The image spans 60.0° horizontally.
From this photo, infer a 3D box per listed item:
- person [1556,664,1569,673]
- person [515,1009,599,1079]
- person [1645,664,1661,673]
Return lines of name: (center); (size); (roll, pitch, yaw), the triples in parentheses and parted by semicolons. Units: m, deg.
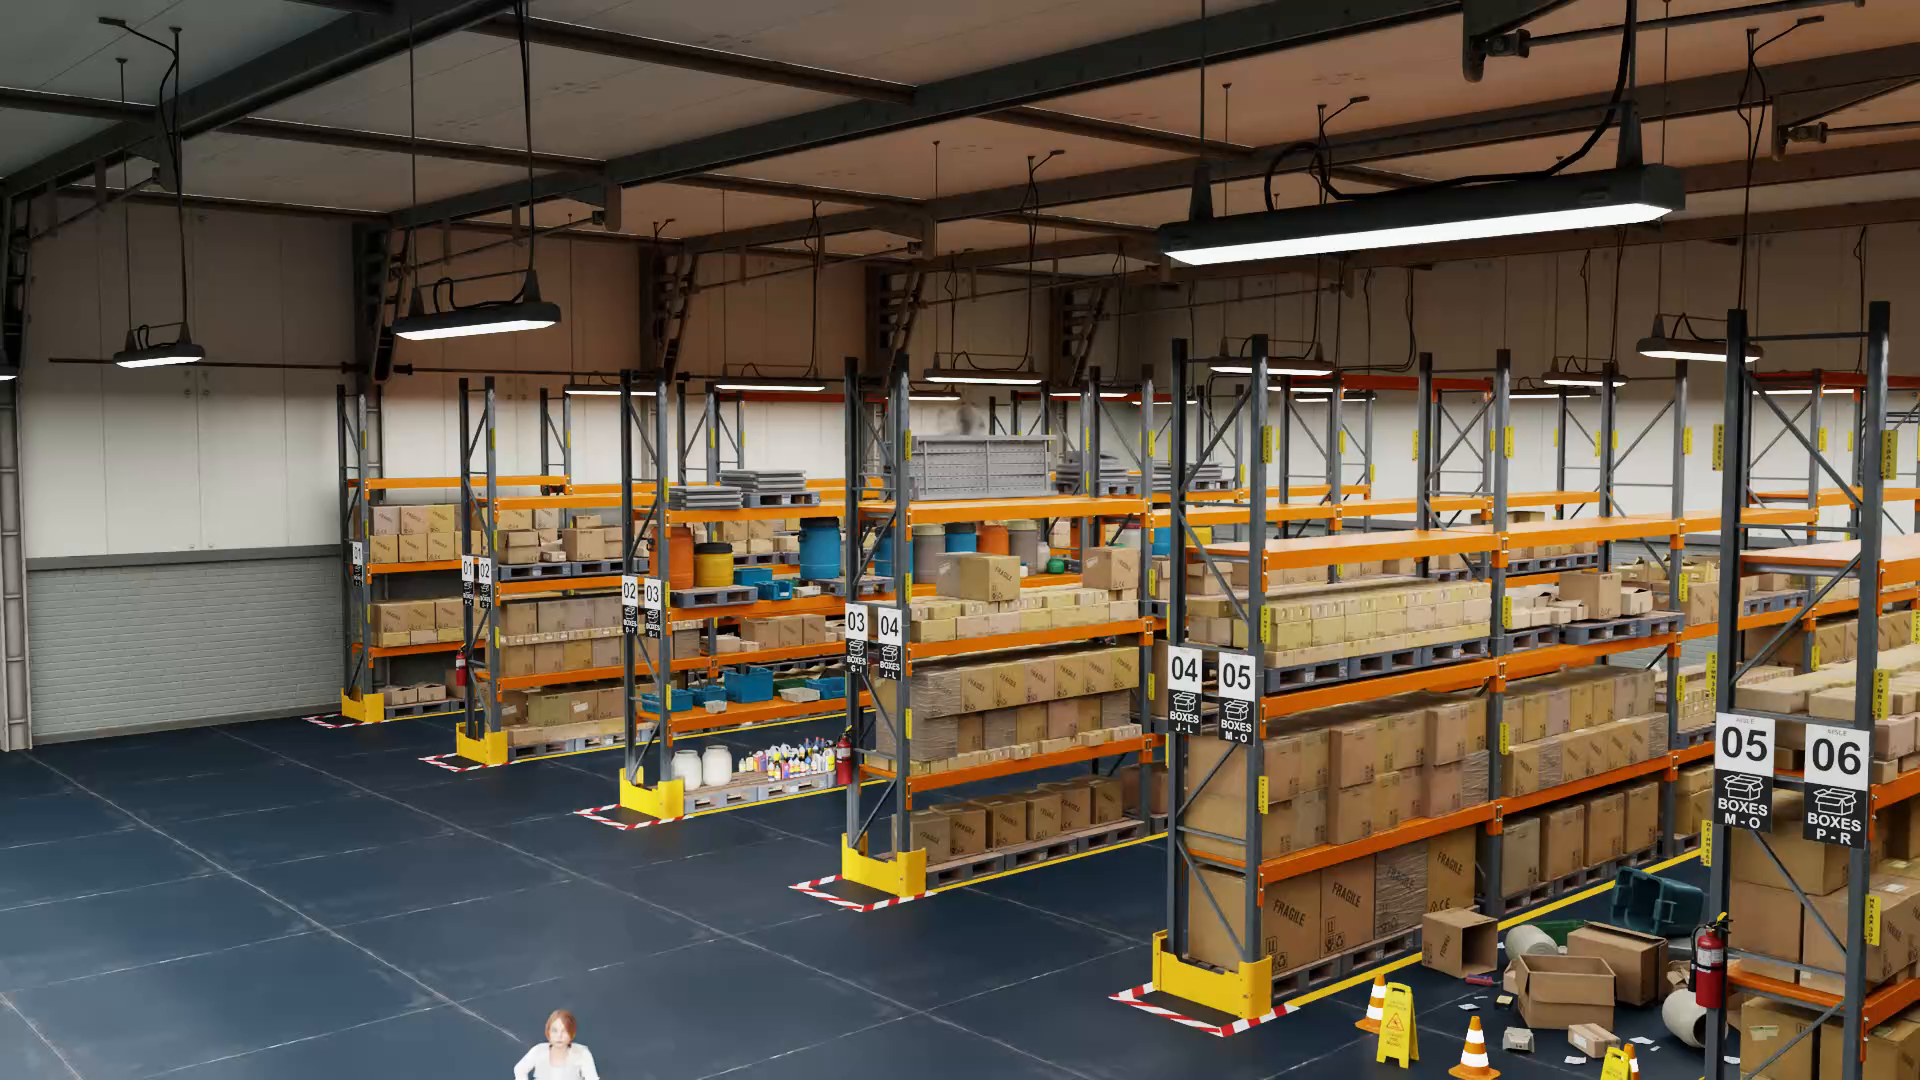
person: (9.272, 2.702, 25.643); (0.534, 1.593, 0.723); (3, 5, 39)
person: (-2.478, 3.688, 10.258); (0.515, 1.621, 0.663); (-1, 4, -14)
person: (10.132, 2.677, 24.394); (0.926, 1.750, 0.667); (-3, 5, -41)
